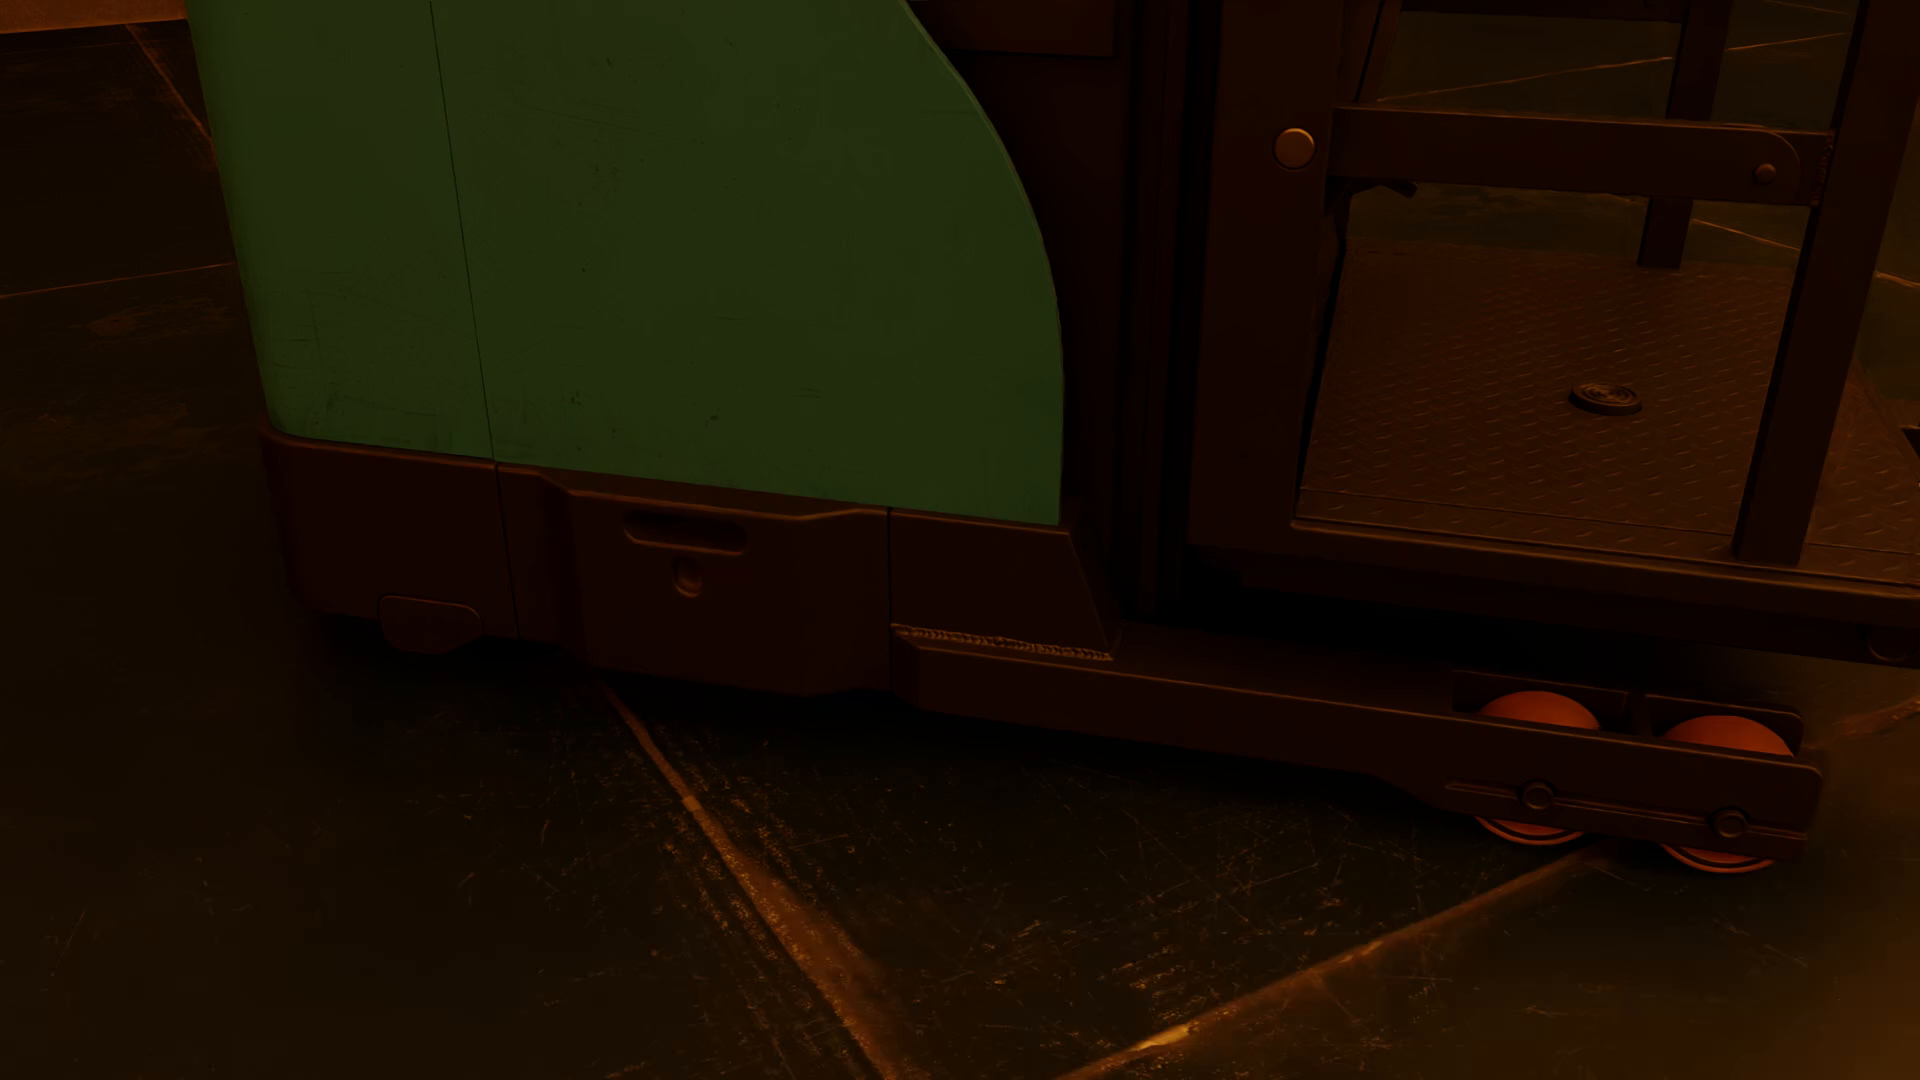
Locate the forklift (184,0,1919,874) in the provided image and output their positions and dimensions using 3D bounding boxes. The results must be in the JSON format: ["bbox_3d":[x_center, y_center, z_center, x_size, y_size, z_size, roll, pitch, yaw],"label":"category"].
[{"bbox_3d":[0.677,-1.215,1.655,3.031,2.935,1.130,7,28,13],"label":"forklift"}]
